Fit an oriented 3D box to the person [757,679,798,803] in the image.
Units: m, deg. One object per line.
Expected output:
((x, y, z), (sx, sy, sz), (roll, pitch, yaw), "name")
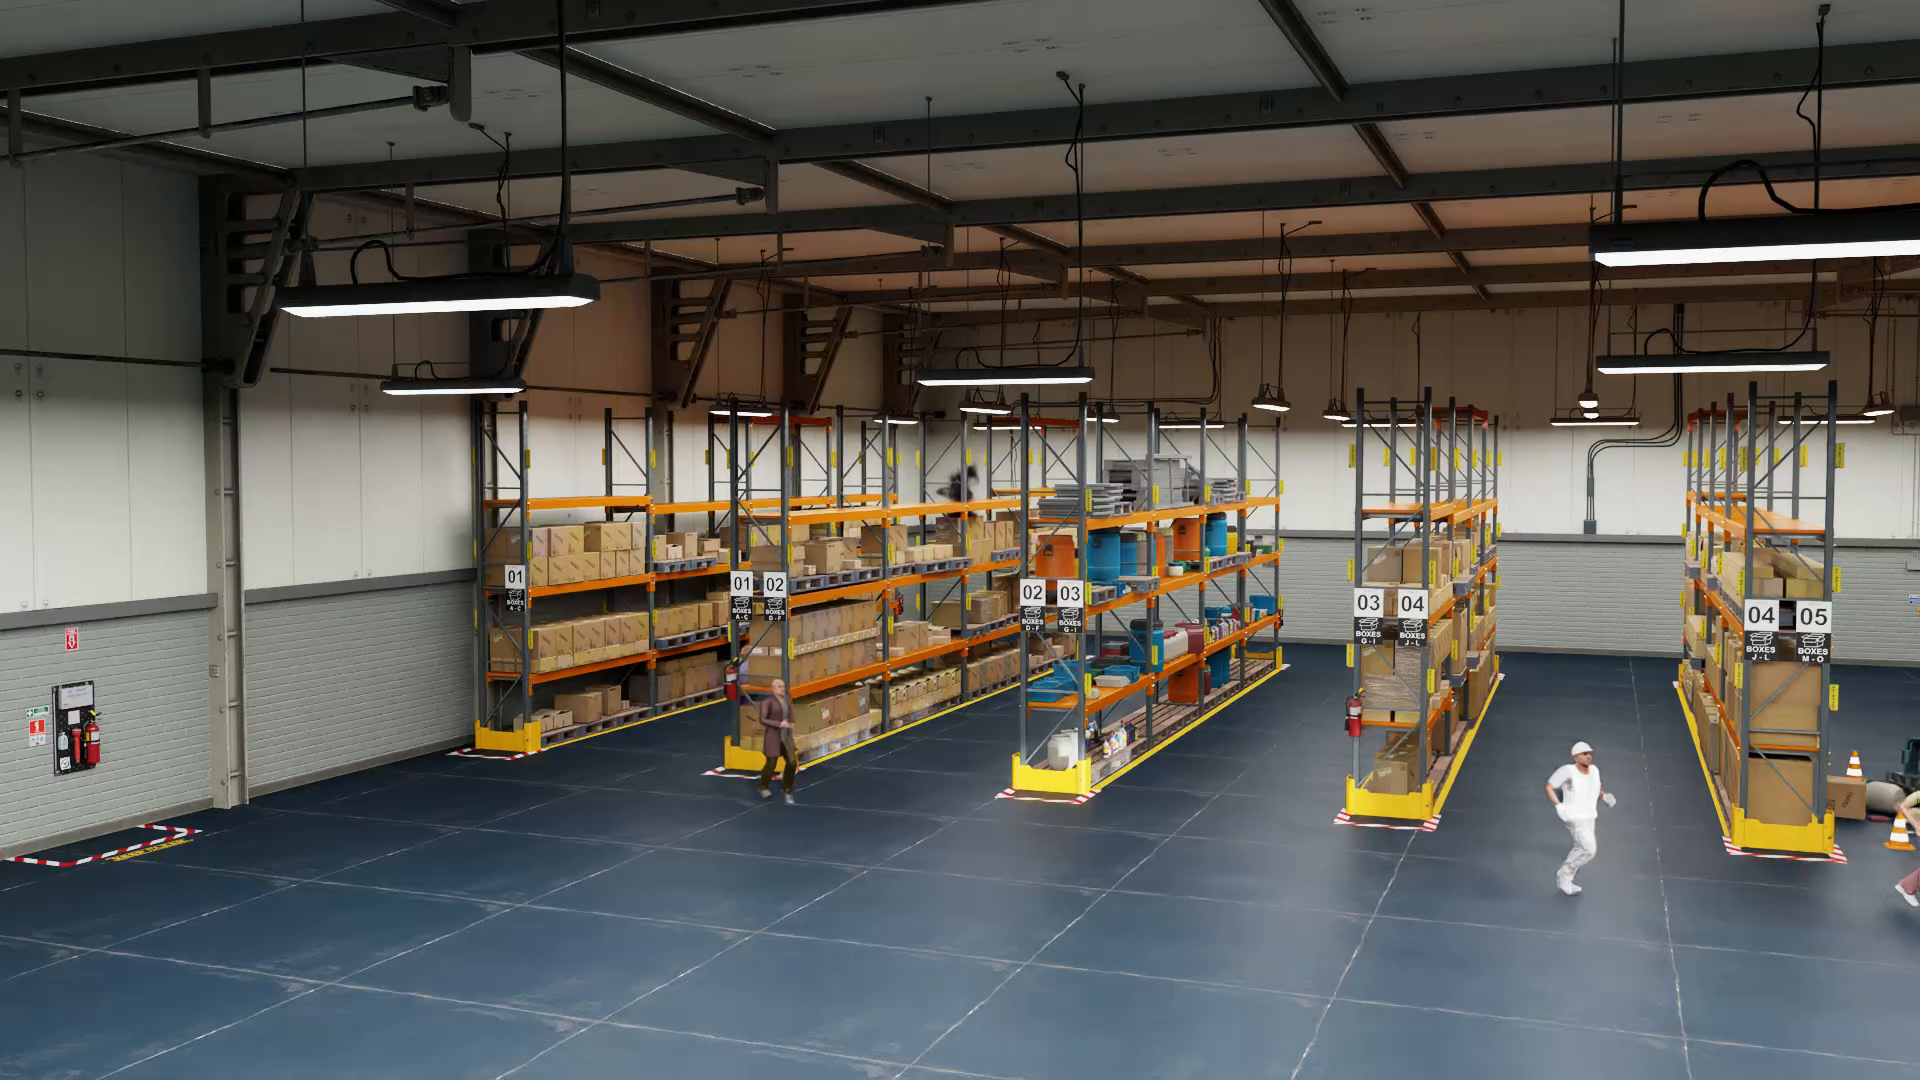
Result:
((-2.646, 2.954, 24.283), (0.735, 1.865, 0.823), (-3, 4, -43), "person")

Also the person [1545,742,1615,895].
((7.145, 3.190, 19.033), (0.655, 1.755, 0.644), (-2, 3, -30), "person")

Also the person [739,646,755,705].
((-3.870, 2.736, 30.047), (0.607, 1.628, 0.849), (1, 3, 16), "person")

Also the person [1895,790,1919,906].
((10.585, 3.261, 18.037), (0.573, 1.660, 0.967), (-1, 3, -25), "person")
